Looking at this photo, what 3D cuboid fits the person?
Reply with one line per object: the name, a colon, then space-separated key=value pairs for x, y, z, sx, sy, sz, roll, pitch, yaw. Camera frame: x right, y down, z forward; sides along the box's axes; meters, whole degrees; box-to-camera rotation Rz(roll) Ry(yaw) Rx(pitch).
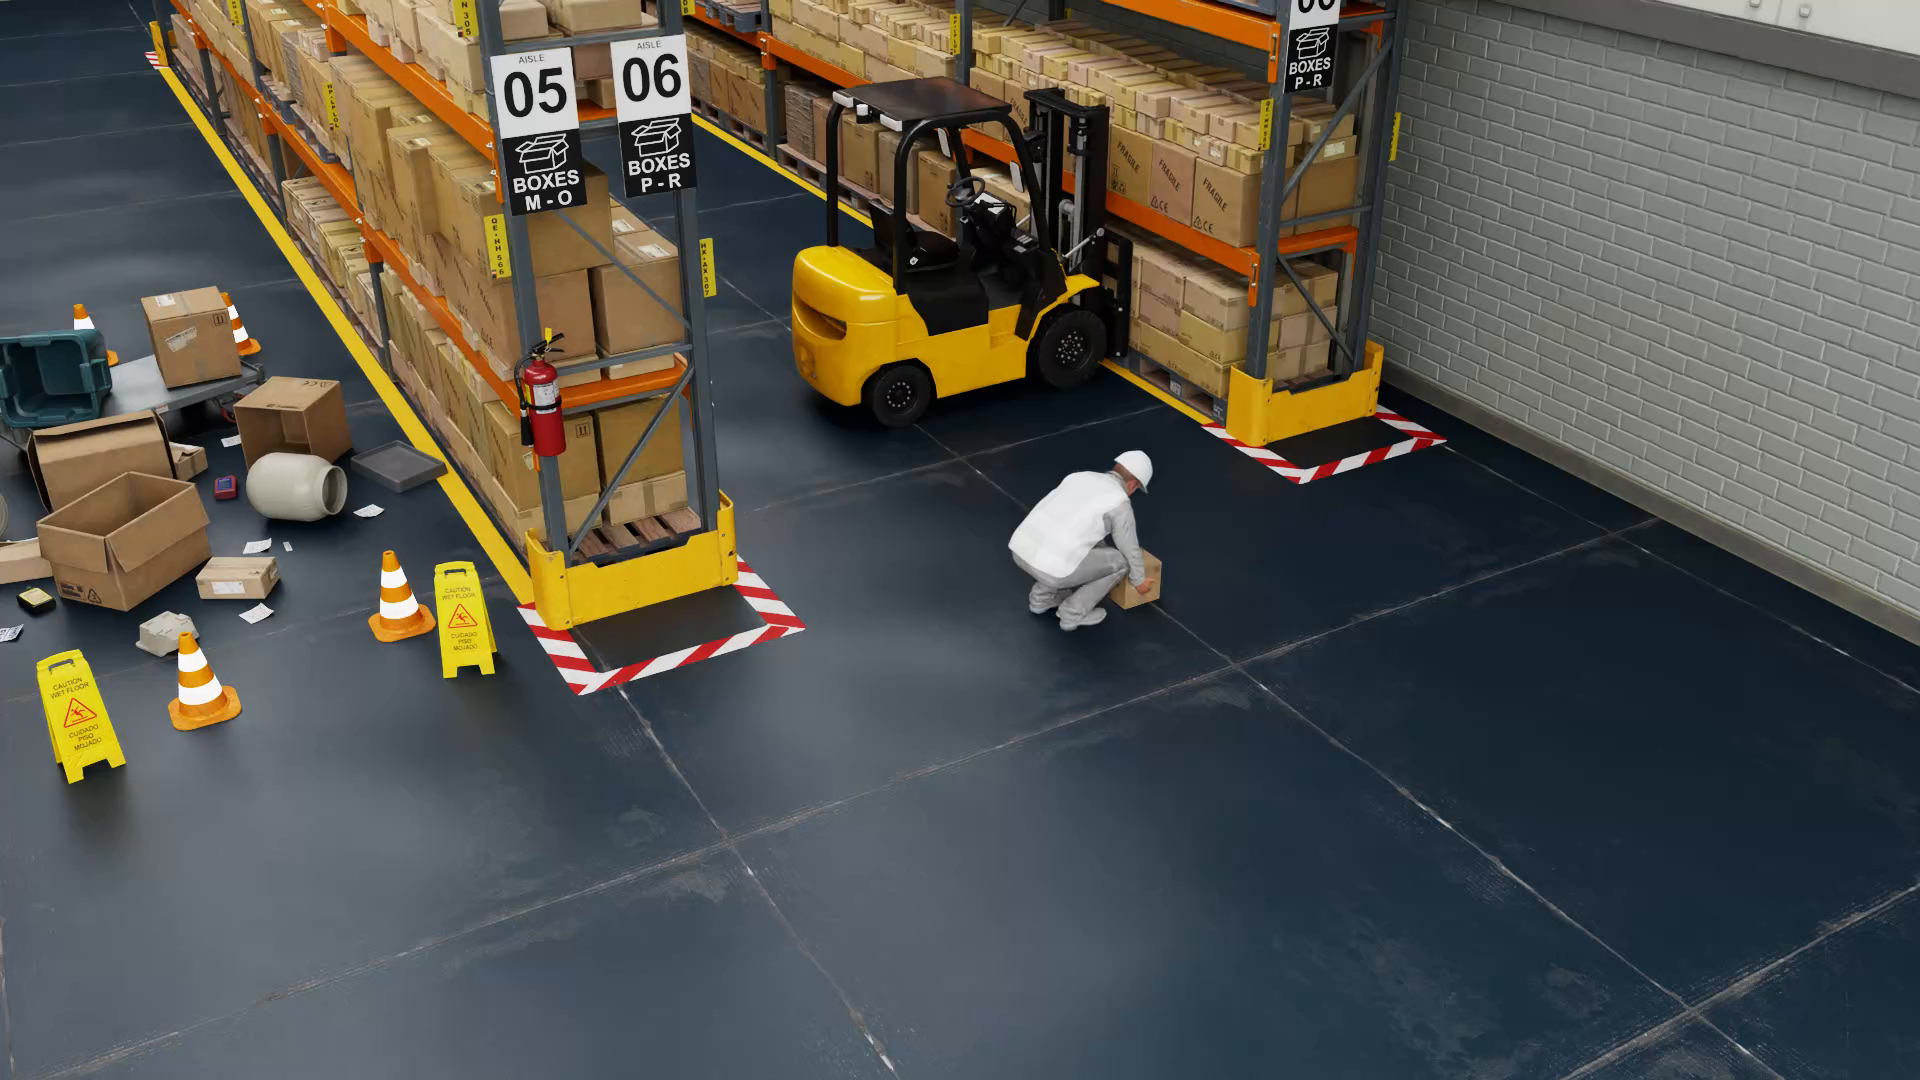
person: x=0.714 y=-0.002 z=9.451 sx=0.916 sy=0.903 sz=0.525 roll=-16 pitch=33 yaw=-26
